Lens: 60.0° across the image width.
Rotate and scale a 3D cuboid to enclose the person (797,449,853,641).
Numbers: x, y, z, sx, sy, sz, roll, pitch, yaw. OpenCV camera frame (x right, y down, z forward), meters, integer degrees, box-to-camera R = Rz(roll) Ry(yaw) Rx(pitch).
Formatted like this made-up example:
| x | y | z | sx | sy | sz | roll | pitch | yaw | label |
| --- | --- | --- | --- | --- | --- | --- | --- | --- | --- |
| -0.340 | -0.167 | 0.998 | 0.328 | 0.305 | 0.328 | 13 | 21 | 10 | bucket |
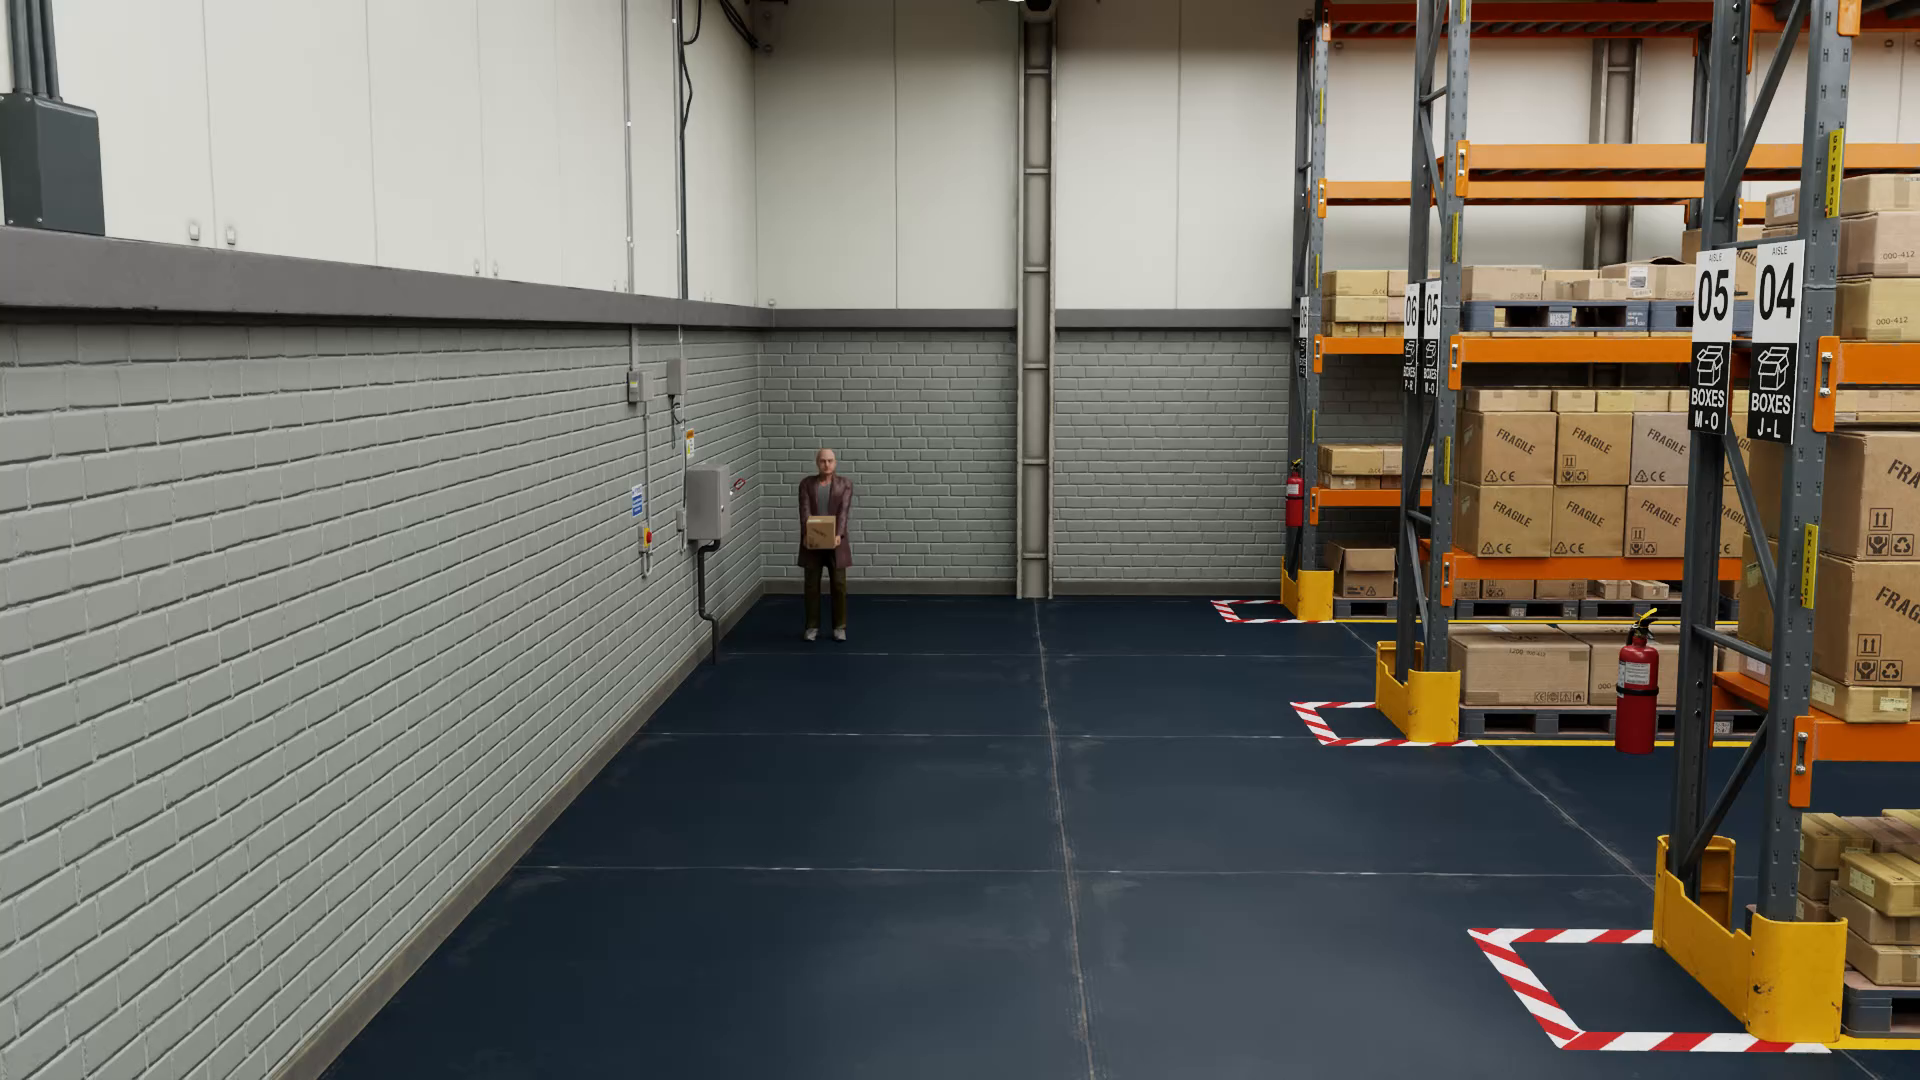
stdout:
| x | y | z | sx | sy | sz | roll | pitch | yaw | label |
| --- | --- | --- | --- | --- | --- | --- | --- | --- | --- |
| -1.257 | 0.053 | 15.409 | 0.527 | 1.780 | 0.552 | 0 | 7 | 0 | person |
